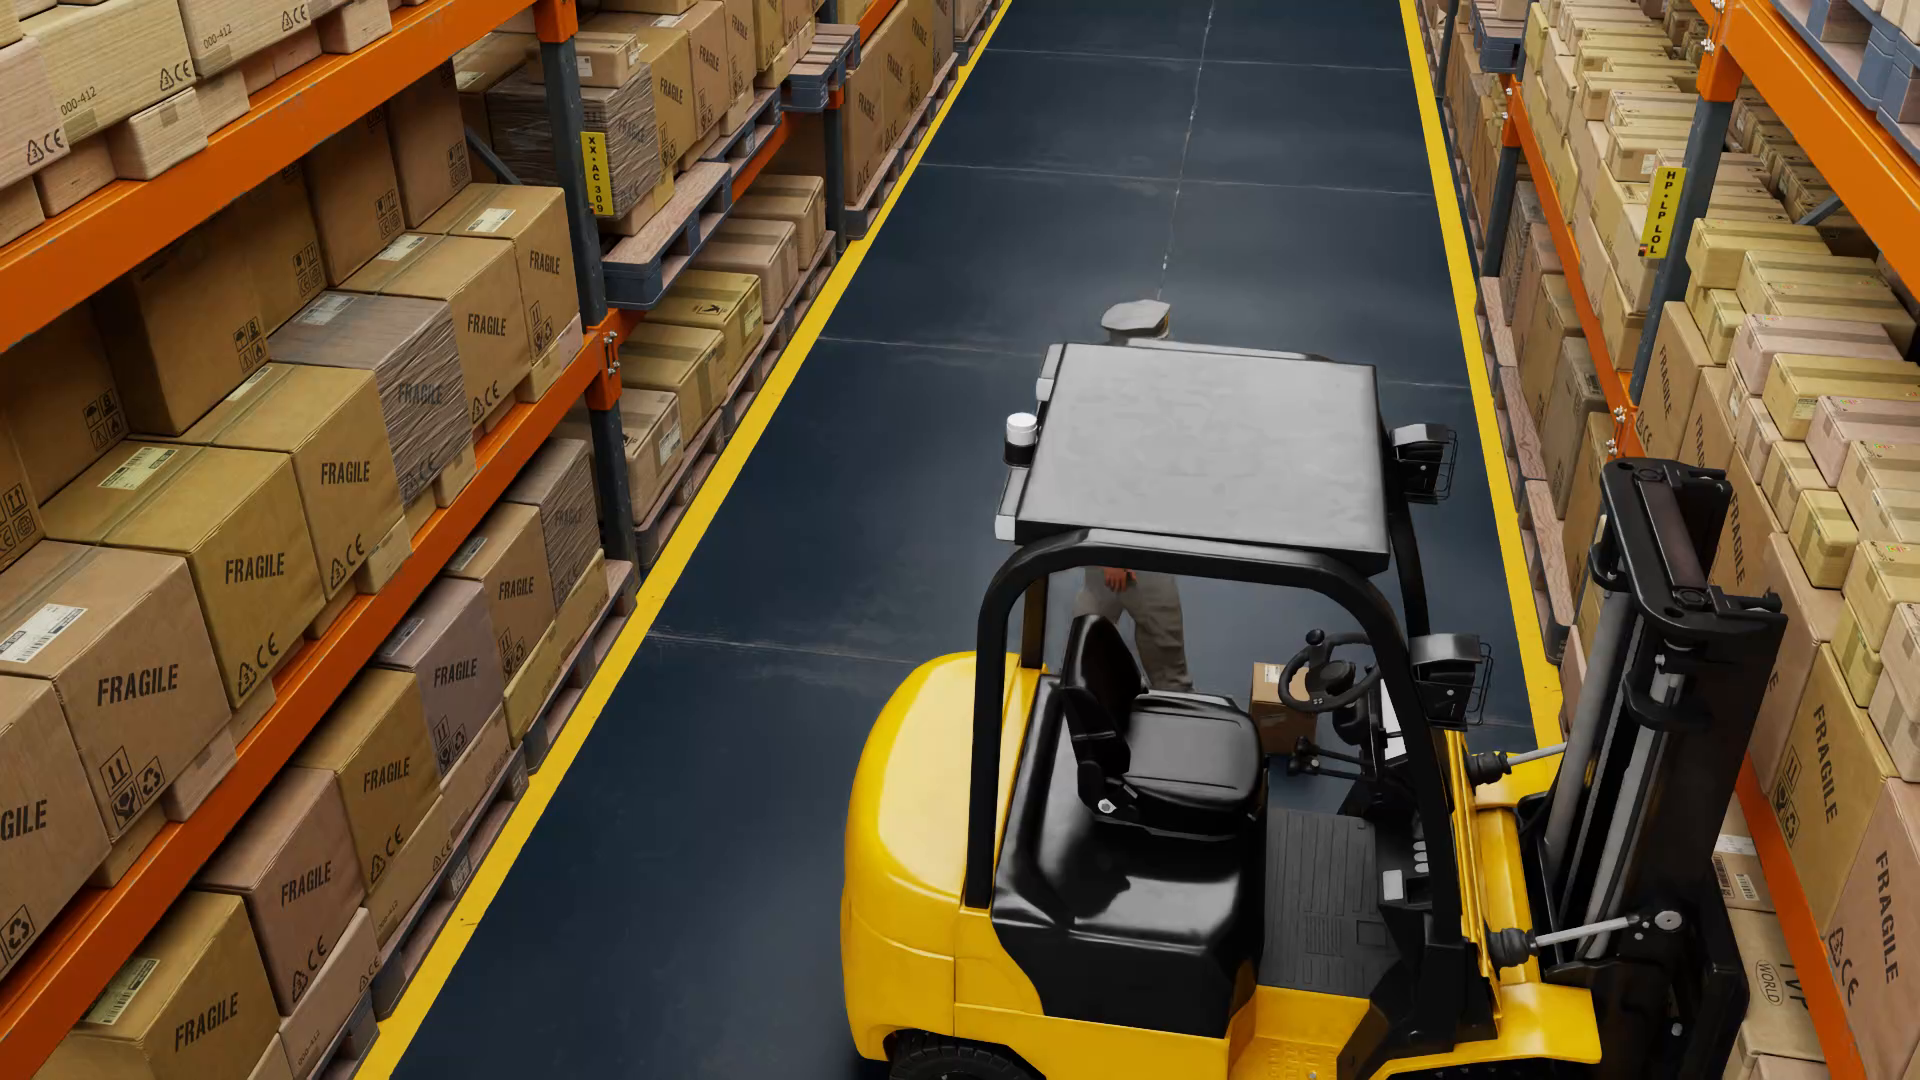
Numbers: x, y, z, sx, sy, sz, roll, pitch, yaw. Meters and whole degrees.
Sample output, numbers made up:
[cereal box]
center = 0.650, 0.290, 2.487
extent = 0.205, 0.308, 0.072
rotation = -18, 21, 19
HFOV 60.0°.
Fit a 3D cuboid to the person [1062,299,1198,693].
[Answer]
[person]
center = 0.761, -0.070, 6.222
extent = 0.736, 1.742, 0.562
rotation = 3, 32, 4
